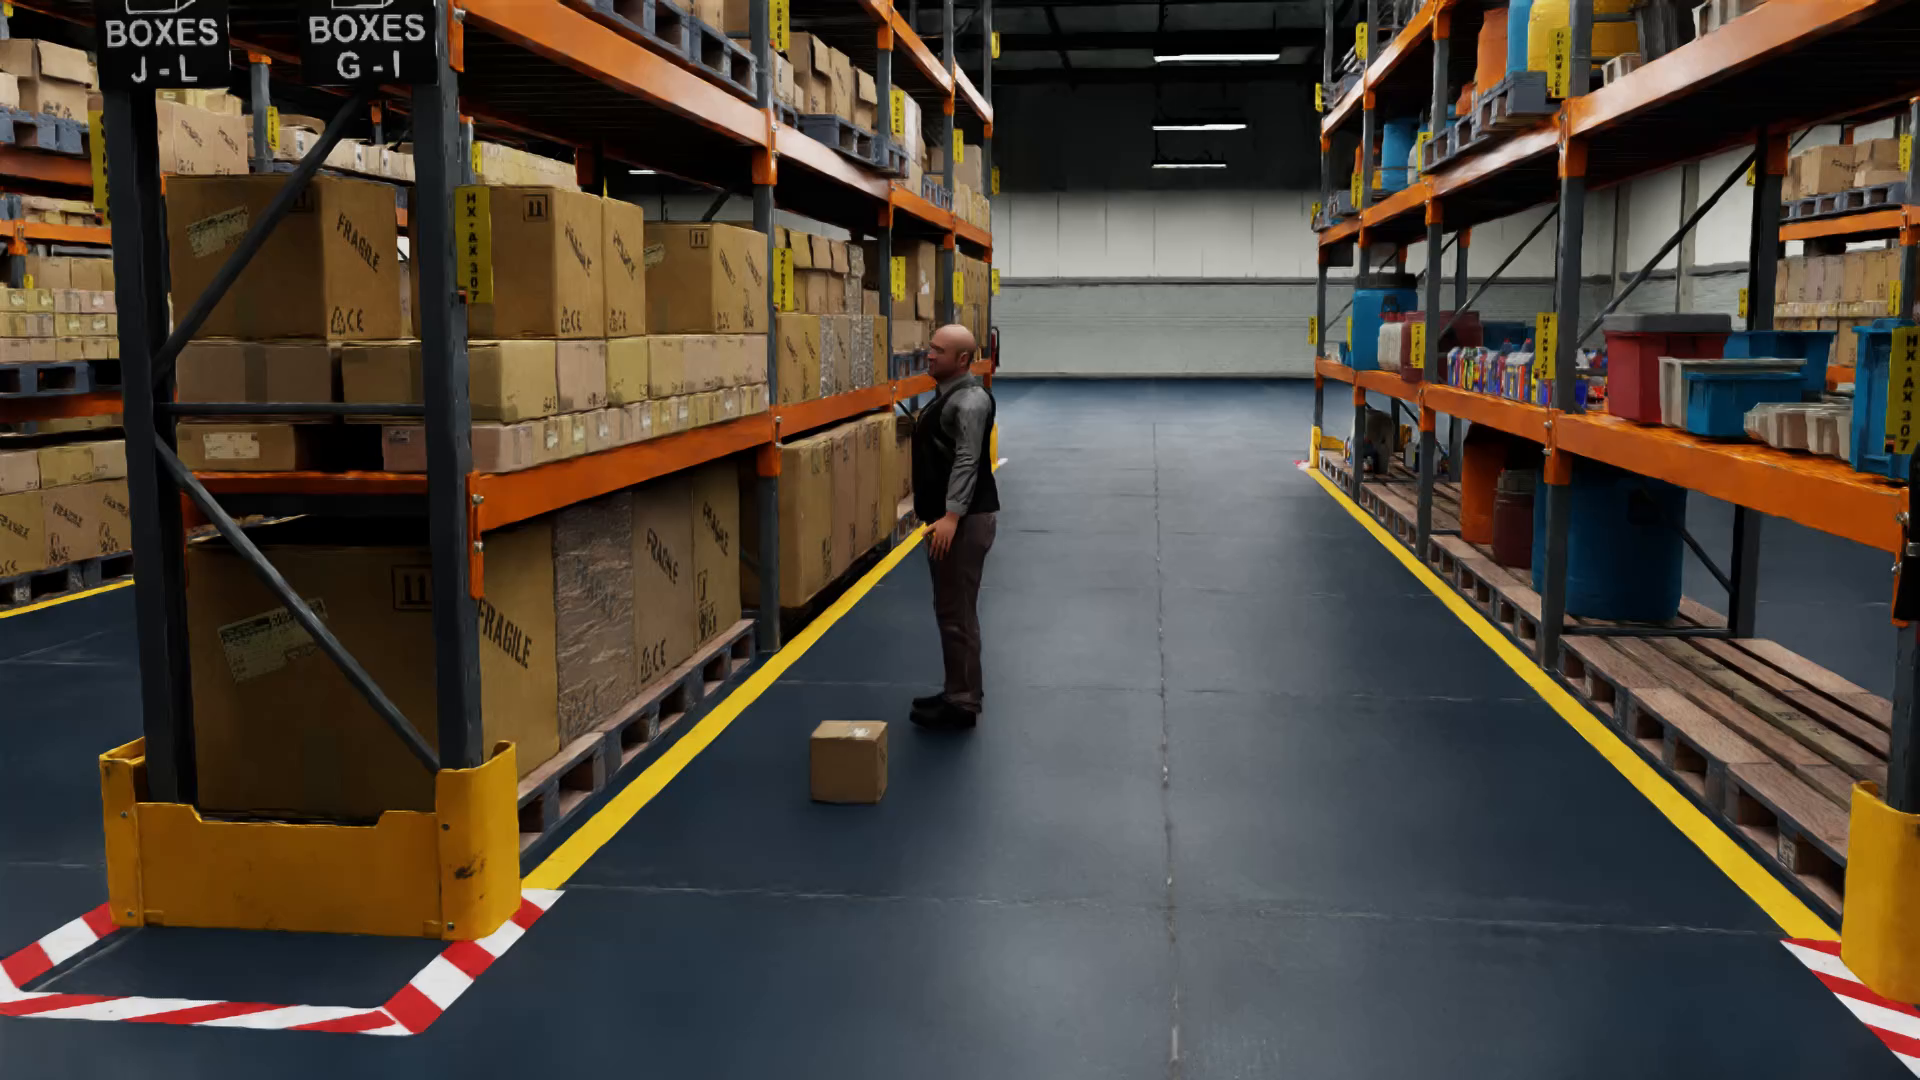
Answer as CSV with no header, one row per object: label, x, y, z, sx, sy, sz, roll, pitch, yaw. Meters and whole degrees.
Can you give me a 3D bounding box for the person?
person,-0.042,-0.020,7.204,0.393,1.643,0.588,-2,8,-12
